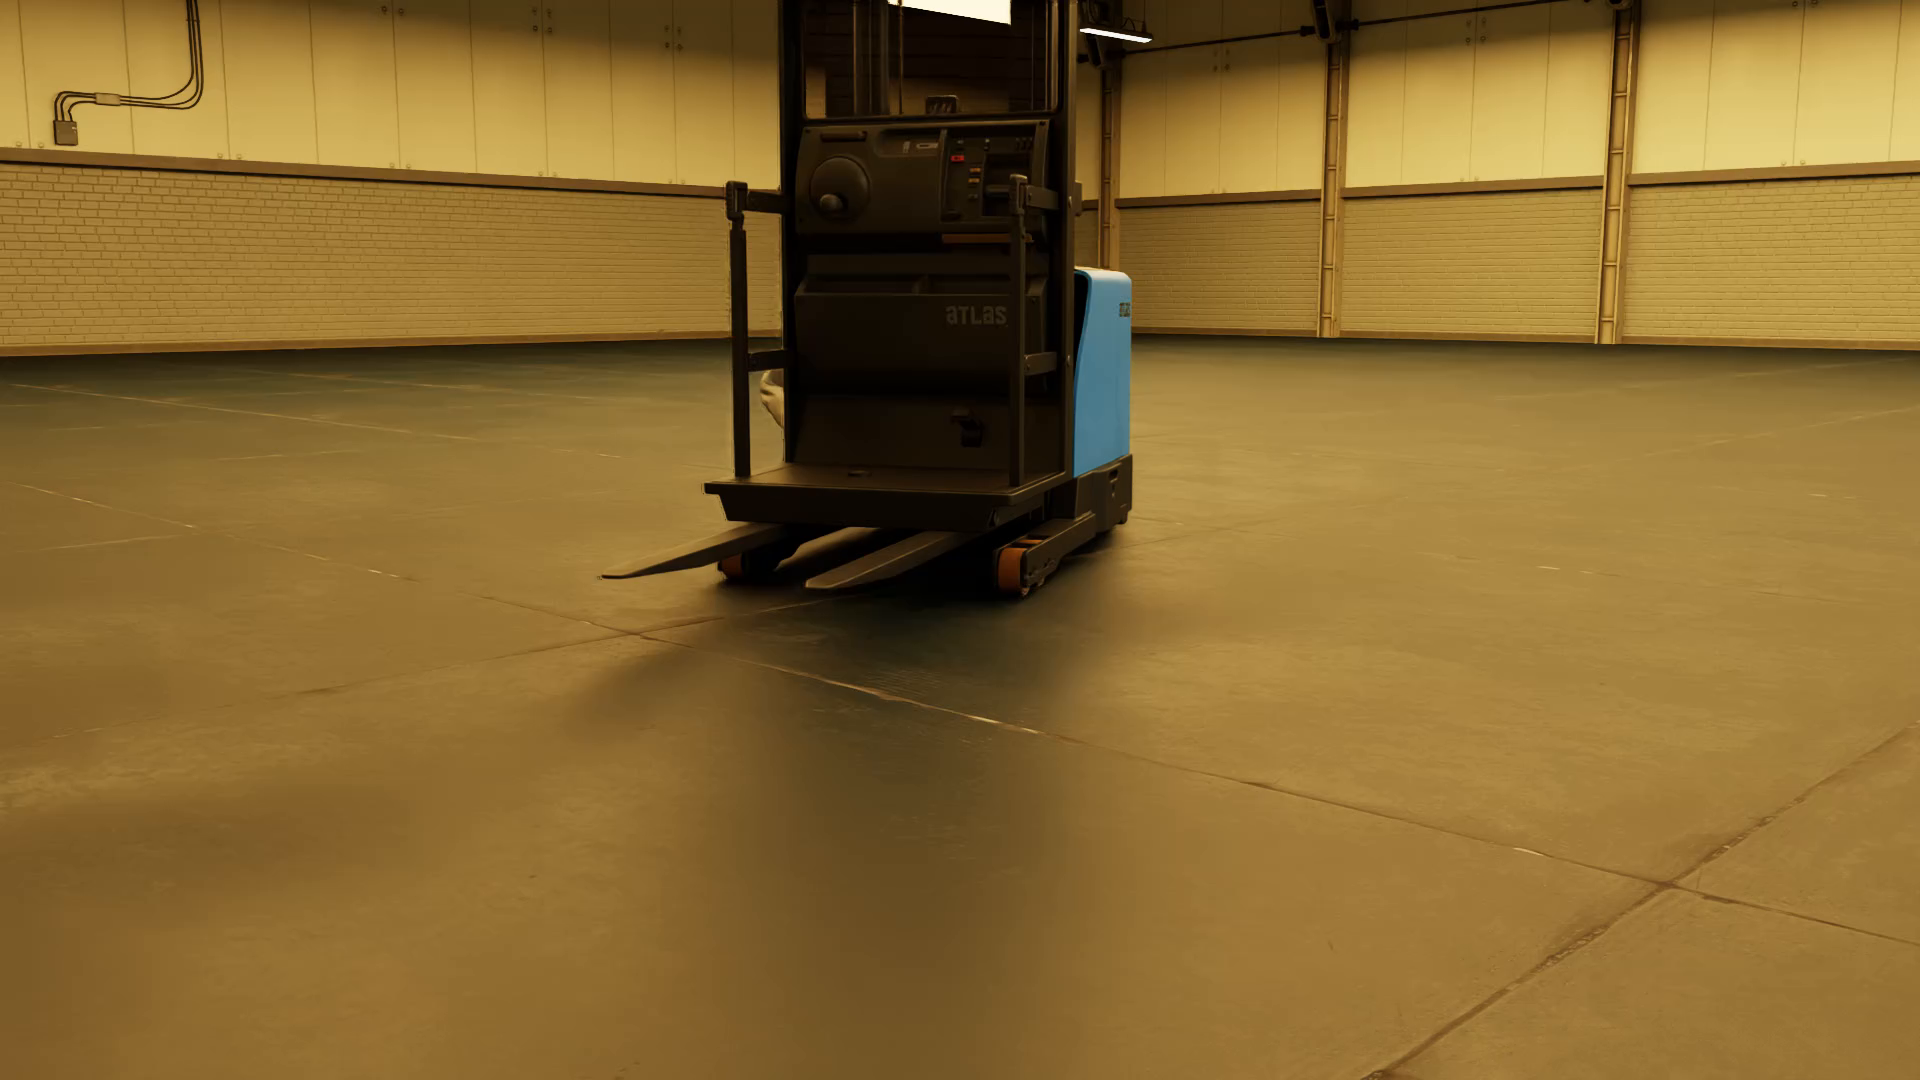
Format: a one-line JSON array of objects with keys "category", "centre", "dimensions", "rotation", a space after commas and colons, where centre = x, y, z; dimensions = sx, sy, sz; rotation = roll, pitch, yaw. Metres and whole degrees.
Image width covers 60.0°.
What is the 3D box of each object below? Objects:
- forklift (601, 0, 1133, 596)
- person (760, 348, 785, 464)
[{"category": "forklift", "centre": [-0.204, -1.330, 5.706], "dimensions": [1.130, 2.935, 3.031], "rotation": [3, 9, 18]}, {"category": "person", "centre": [-0.707, -1.048, 8.554], "dimensions": [0.526, 1.553, 0.789], "rotation": [8, 12, 44]}]
